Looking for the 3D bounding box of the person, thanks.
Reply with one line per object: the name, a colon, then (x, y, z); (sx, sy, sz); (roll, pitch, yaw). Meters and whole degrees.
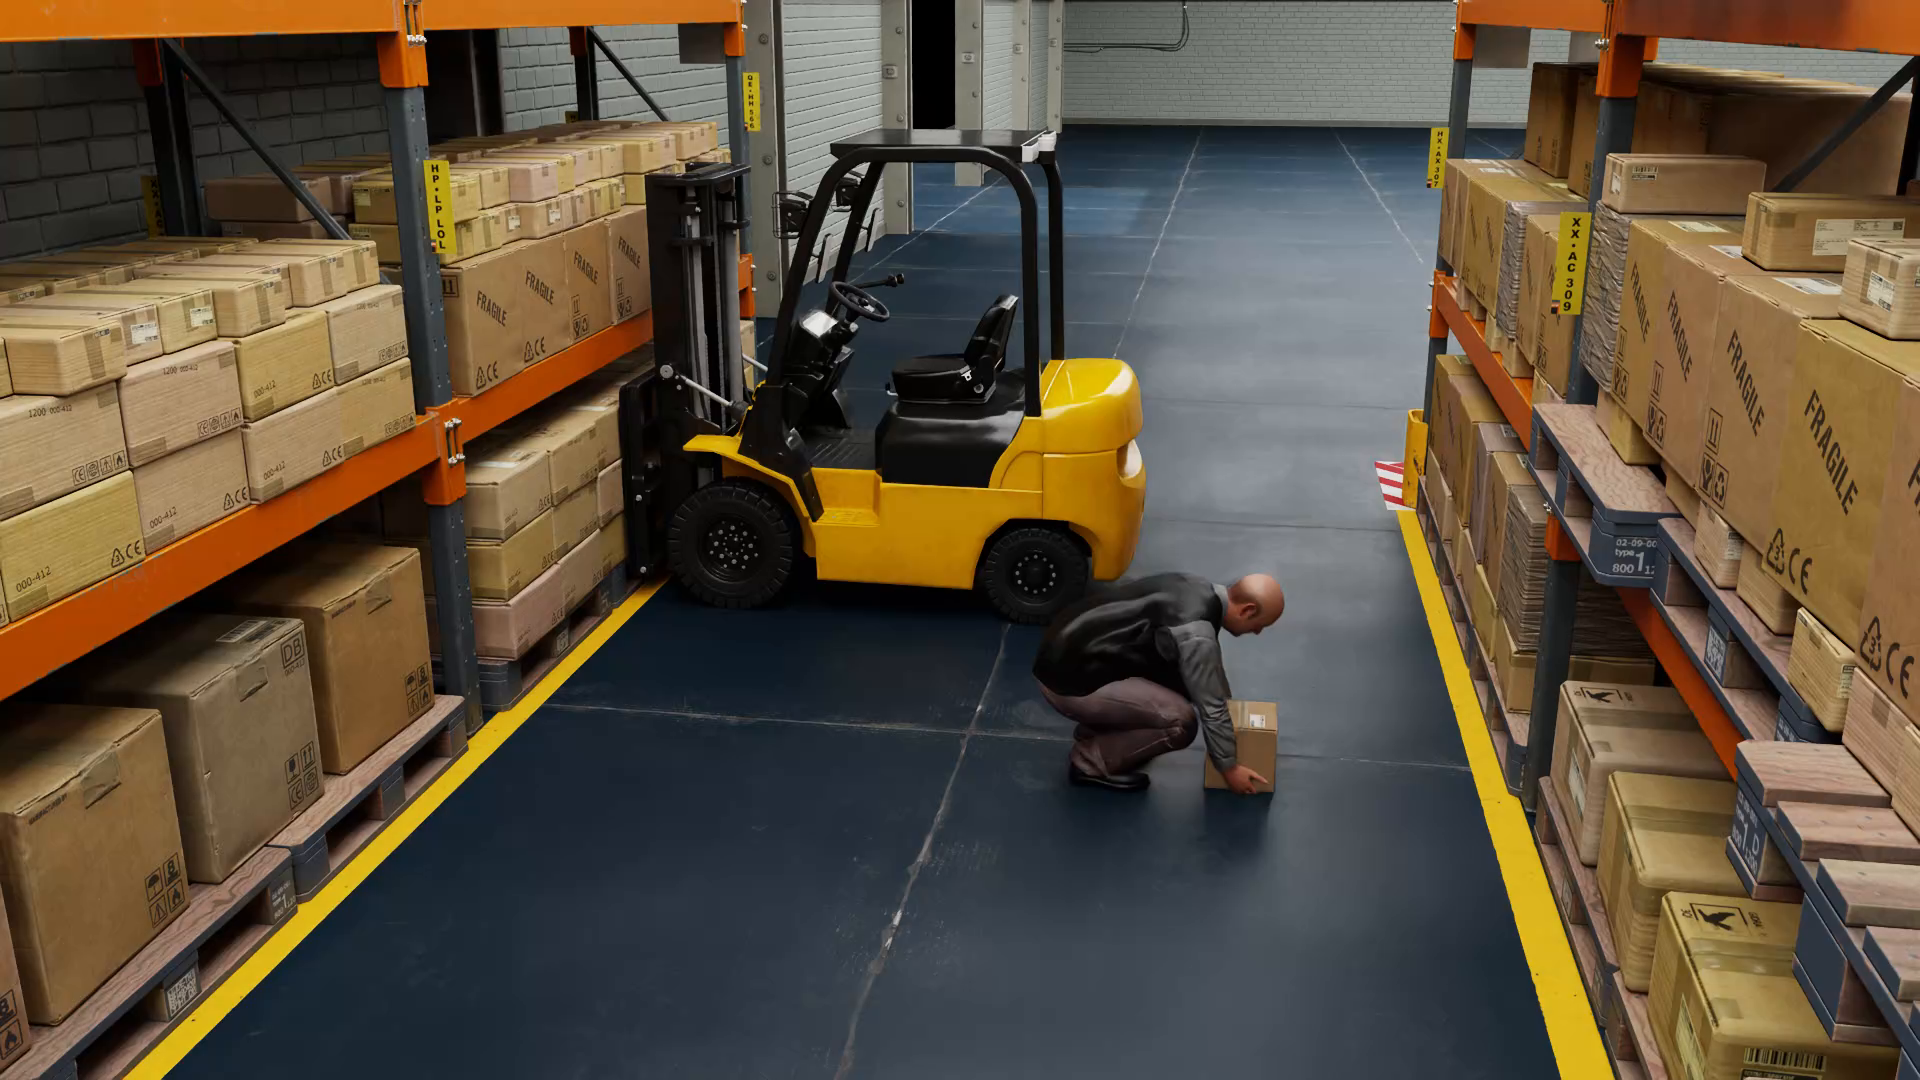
person: (0.721, 0.519, 6.121); (0.898, 0.830, 0.528); (3, 18, 9)
